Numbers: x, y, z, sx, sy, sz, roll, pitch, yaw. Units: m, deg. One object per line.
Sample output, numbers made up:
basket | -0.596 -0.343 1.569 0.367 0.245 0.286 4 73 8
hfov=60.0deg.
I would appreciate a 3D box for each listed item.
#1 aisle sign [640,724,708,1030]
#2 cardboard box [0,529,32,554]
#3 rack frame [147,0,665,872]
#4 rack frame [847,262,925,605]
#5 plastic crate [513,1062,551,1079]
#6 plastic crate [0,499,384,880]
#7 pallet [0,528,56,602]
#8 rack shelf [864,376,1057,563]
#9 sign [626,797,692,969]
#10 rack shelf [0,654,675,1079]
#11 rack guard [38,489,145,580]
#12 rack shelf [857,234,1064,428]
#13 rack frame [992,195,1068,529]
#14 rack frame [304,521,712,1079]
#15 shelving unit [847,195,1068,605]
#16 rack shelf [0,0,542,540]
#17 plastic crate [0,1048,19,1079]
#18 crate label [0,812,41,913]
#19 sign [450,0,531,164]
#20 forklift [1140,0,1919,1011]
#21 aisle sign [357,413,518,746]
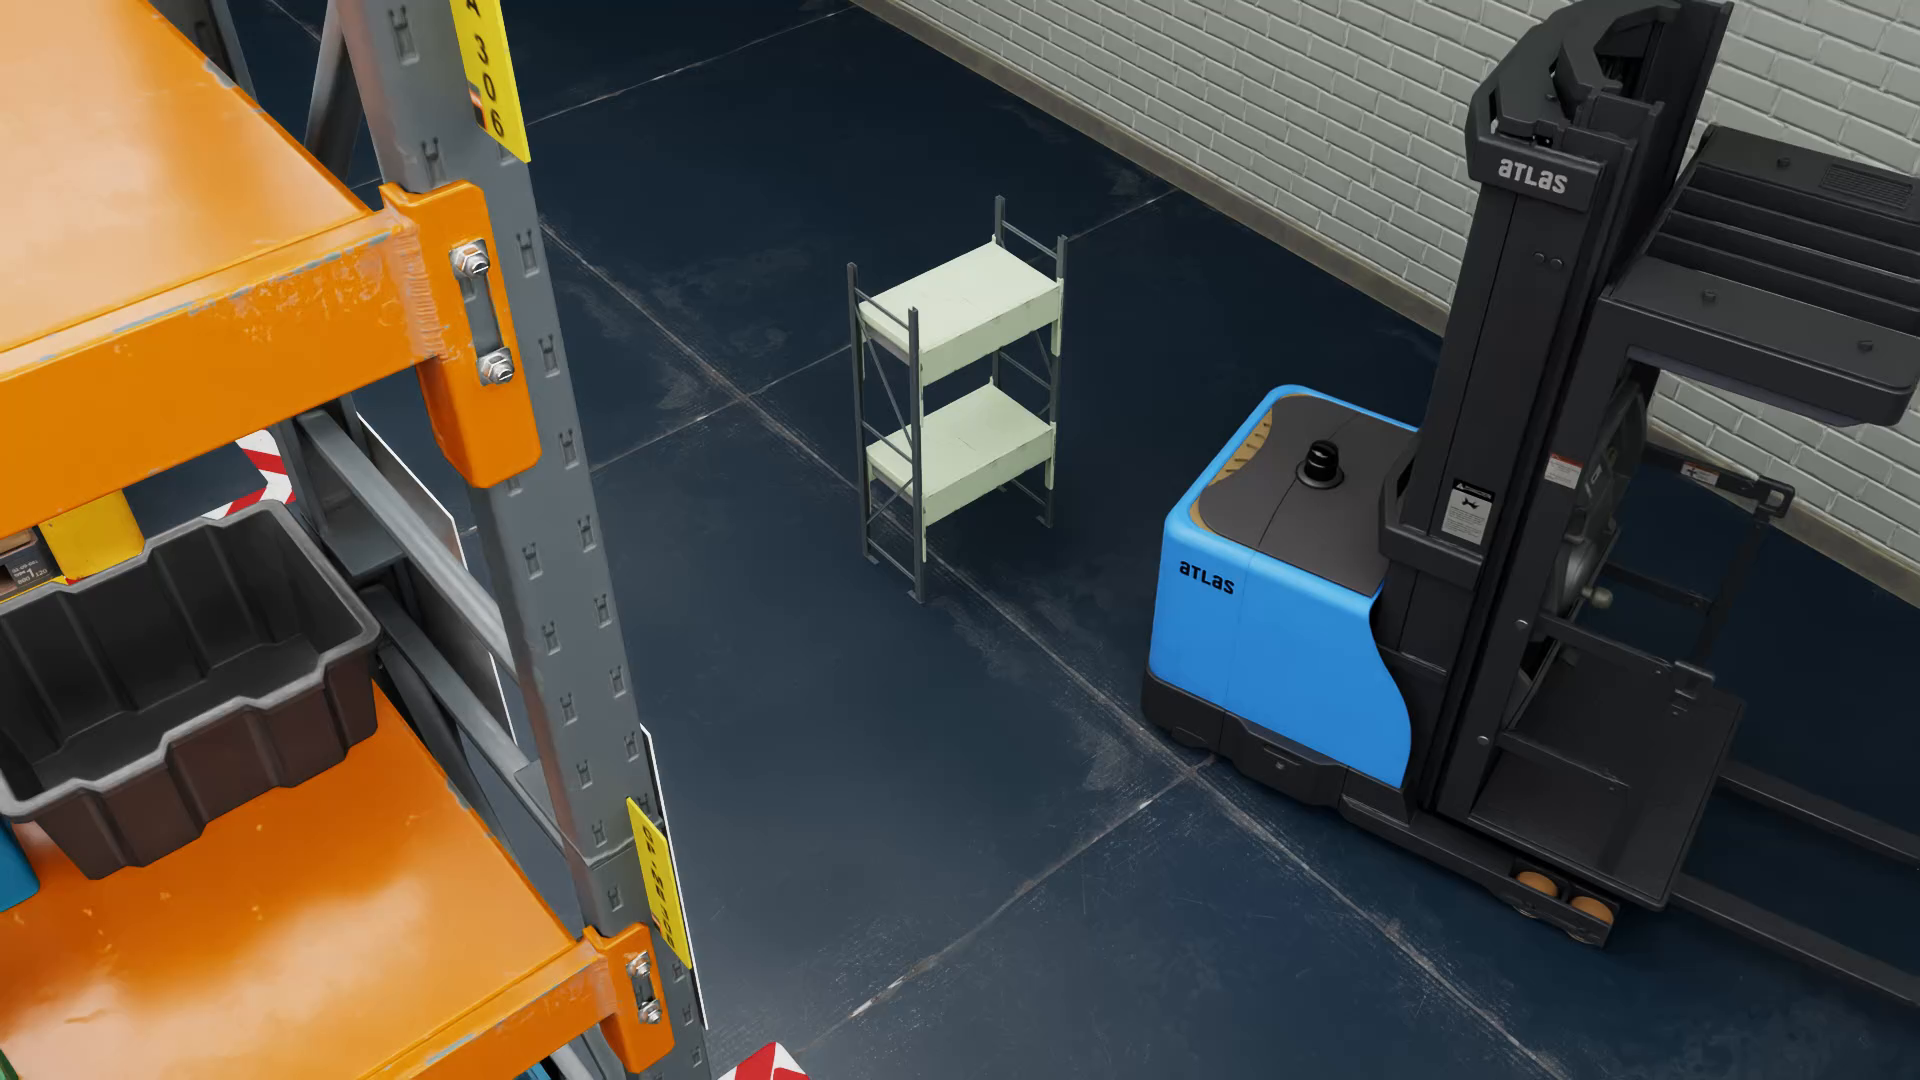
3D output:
aisle sign | -0.565 0.459 2.725 0.004 0.787 0.394 -30 51 -28
cardboard box | -4.242 -0.199 6.830 0.500 0.500 0.500 -30 51 -28
rack frame | -0.808 -0.903 1.691 0.127 3.000 1.000 -30 51 -28
rack frame | -0.286 -0.383 6.616 0.023 1.500 0.400 -30 51 -28
plastic crate | -0.945 1.495 3.451 0.499 0.435 0.616 -30 51 -28
plastic crate | -1.282 0.261 2.739 0.590 0.269 0.497 -30 51 -28
pallet | -4.652 0.082 7.062 1.213 0.211 1.003 -30 51 -28
rack shelf | -0.005 -0.306 7.010 0.720 0.370 0.431 -30 51 -28
sign | -0.443 0.511 2.454 0.005 0.325 0.100 -30 51 -28
rack shelf | -2.342 1.332 2.029 4.000 0.370 1.077 -30 51 -28
rack guard | -4.041 -0.374 7.337 0.348 0.500 1.175 -30 51 -28
rack shelf | -0.005 -0.828 6.520 0.720 0.370 0.431 -30 51 -28
rack frame | 0.276 -0.705 6.958 0.023 1.500 0.400 -30 51 -28
rack frame | -0.808 1.284 3.745 0.127 3.000 1.000 -30 51 -28
shelving unit | -0.005 -0.544 6.787 0.755 1.500 0.431 -30 51 -28
rack shelf | -2.342 0.384 1.139 4.000 0.370 1.077 -30 51 -28
plastic crate | -1.381 0.851 2.170 0.336 0.188 0.450 -30 51 -28
crate label | -1.723 0.481 2.518 0.502 0.251 0.408 -30 51 -28
sign | -0.443 -0.503 1.502 0.005 0.325 0.100 -30 51 -28
forklift | 2.220 -0.081 5.249 3.031 2.935 1.130 24 48 23
aisle sign | -0.943 0.149 3.055 0.004 0.787 0.394 -30 51 -28
